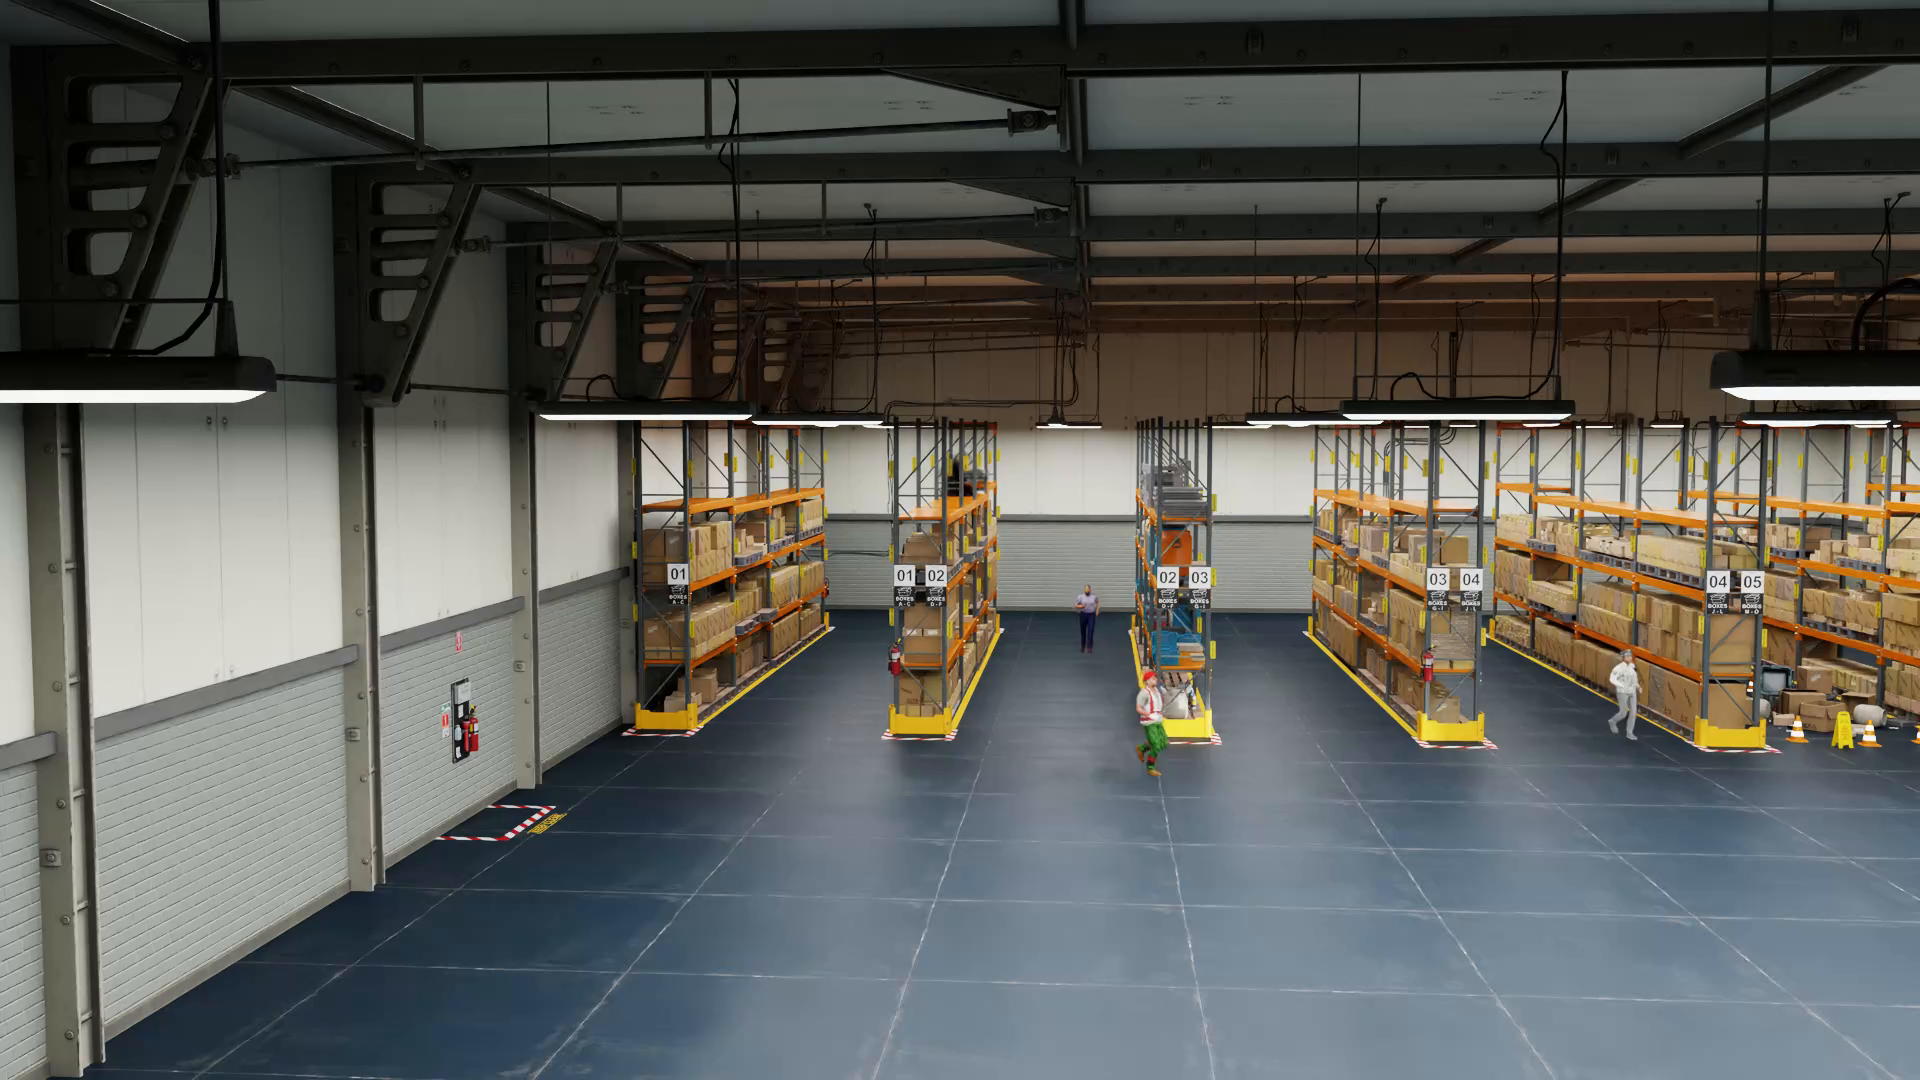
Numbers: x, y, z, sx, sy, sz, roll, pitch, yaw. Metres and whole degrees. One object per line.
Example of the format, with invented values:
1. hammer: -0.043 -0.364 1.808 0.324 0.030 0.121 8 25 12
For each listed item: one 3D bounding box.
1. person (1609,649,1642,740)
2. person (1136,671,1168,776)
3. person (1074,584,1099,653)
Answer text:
1. person: 12.425 2.859 31.057 0.641 1.677 0.700 -1 4 -15
2. person: 3.166 3.047 27.739 0.629 1.740 0.691 3 5 37
3. person: 3.125 1.955 40.924 0.637 1.685 0.849 0 4 -1
